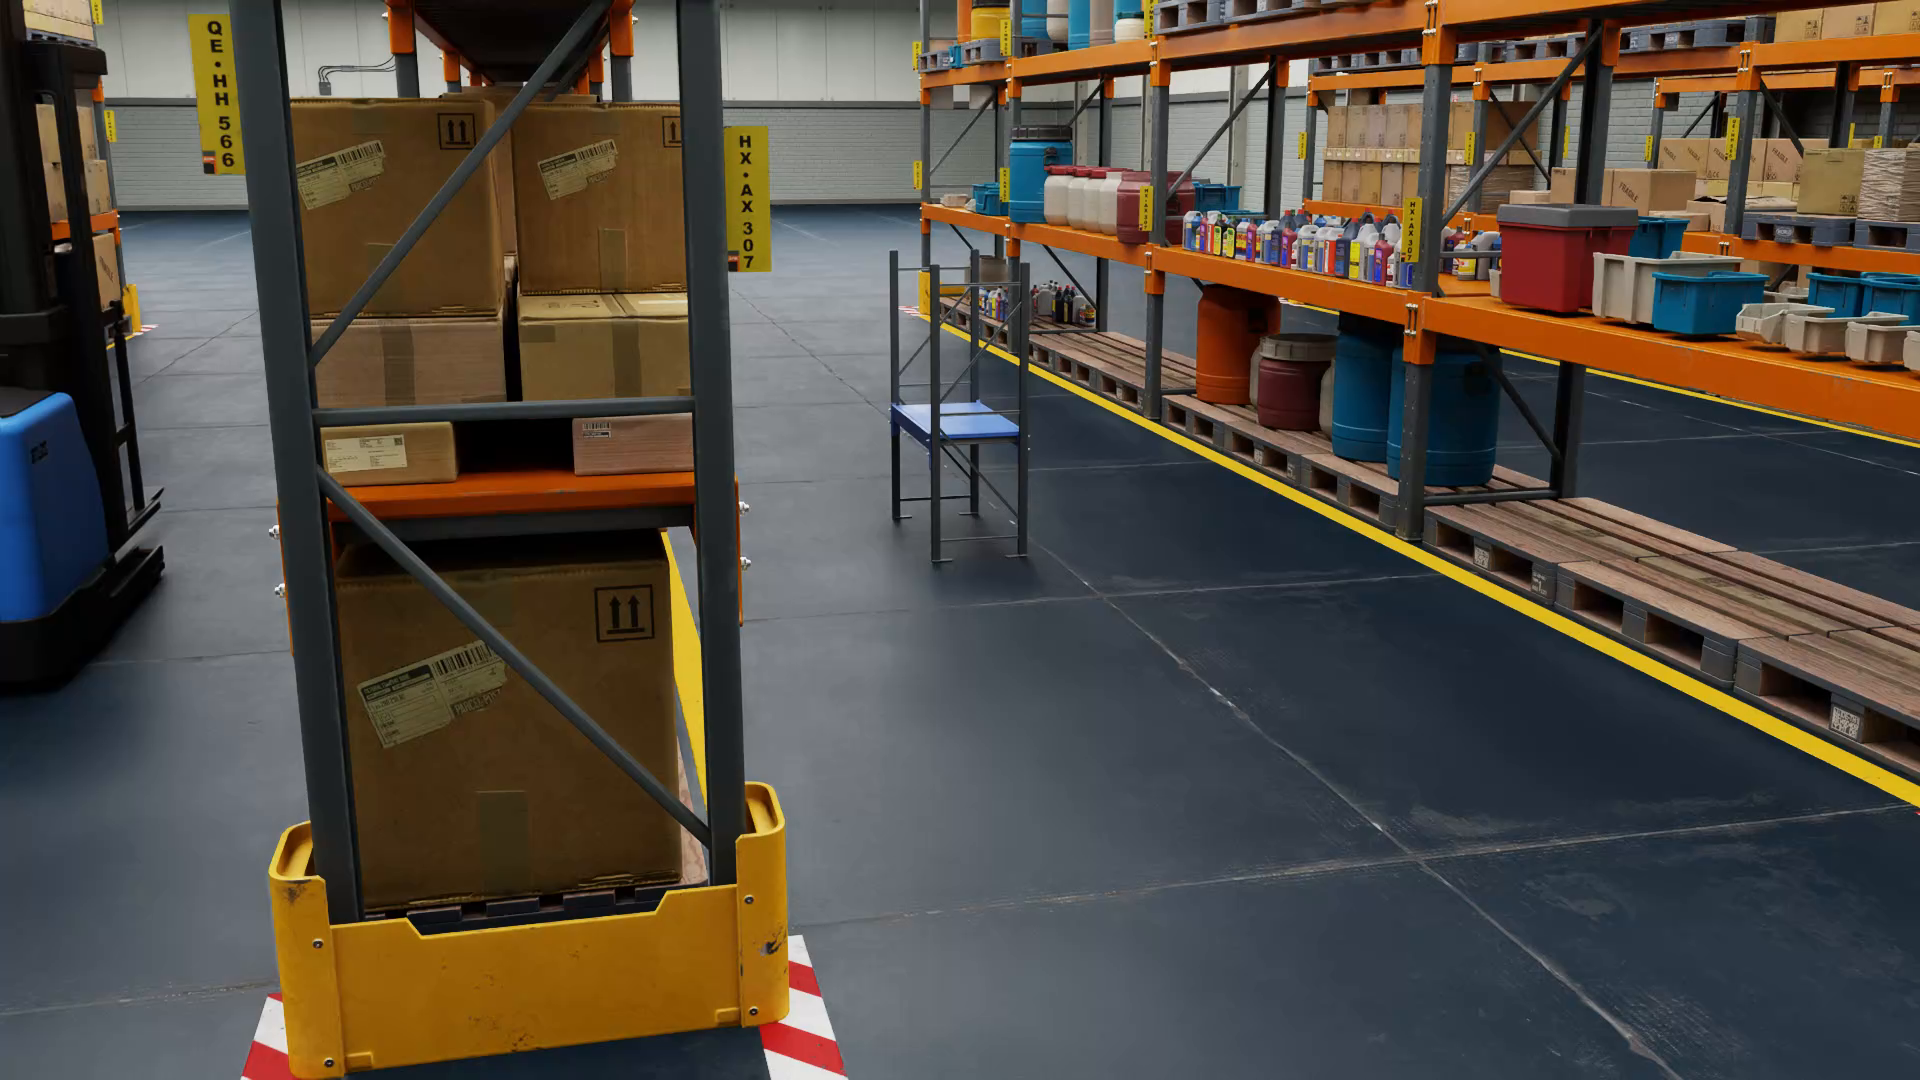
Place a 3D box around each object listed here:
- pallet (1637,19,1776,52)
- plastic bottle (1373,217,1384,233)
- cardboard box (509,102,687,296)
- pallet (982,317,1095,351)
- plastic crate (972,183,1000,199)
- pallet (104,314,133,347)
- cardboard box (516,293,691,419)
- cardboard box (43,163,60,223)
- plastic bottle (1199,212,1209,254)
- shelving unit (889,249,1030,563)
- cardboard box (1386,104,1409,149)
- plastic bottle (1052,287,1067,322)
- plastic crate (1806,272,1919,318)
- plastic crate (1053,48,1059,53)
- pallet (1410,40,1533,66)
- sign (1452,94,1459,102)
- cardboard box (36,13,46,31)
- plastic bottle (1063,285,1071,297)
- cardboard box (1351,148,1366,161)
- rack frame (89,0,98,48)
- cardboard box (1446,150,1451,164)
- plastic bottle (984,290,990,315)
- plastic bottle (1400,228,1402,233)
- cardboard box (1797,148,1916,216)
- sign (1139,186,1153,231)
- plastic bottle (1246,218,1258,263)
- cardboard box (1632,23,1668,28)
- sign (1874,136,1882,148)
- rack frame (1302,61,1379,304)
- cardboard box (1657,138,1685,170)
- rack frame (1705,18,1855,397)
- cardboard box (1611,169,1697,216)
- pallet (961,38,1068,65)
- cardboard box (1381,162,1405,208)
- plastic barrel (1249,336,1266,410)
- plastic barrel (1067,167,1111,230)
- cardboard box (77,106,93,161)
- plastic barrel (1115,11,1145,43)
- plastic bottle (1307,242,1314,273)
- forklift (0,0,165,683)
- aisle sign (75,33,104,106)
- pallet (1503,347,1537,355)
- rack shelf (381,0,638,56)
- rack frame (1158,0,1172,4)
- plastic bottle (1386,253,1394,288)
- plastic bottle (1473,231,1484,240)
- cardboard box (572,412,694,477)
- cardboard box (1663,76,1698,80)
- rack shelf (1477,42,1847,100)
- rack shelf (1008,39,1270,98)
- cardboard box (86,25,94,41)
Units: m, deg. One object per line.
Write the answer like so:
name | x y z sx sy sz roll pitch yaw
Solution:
pallet | 6.480 -4.201 13.878 1.213 0.211 1.003 -3 14 -11
plastic bottle | 2.413 -1.706 9.694 0.144 0.351 0.185 -3 14 -13
cardboard box | -0.992 -0.964 4.661 0.500 0.500 0.500 -4 14 -15
pallet | 0.854 -2.134 17.216 1.003 0.211 1.213 -3 14 -13
plastic crate | 0.441 -4.083 19.632 0.499 0.251 0.616 -3 14 -13
pallet | -9.363 -2.190 17.446 1.003 0.211 1.213 -3 14 -13
cardboard box | -0.875 -0.484 4.278 0.500 0.250 0.500 -4 14 -15
cardboard box | -8.950 -3.216 15.454 0.875 0.550 0.550 -3 14 -13
plastic bottle | 1.731 -2.155 11.675 0.061 0.283 0.133 -3 14 -13
shelving unit | -0.020 -0.748 8.830 0.538 1.500 1.048 -3 14 -13
cardboard box | 5.323 -4.734 19.041 0.700 0.500 0.500 -3 14 -13
plastic bottle | 1.045 -2.459 17.327 0.144 0.351 0.185 -3 14 -13
plastic crate | 3.672 -0.959 6.758 0.416 0.233 0.300 -3 14 -13
plastic crate | 0.866 -5.064 17.462 0.336 0.188 0.450 -3 14 -13
pallet | 5.562 -5.216 17.822 1.003 0.211 1.213 -3 14 -13
sign | 8.810 -7.783 29.578 0.001 0.298 0.199 -3 14 -13
cardboard box | -8.800 -4.843 15.545 0.380 0.149 0.250 -3 14 -12
plastic bottle | 1.141 -2.511 17.539 0.144 0.351 0.185 -4 14 -16
cardboard box | 4.910 -4.614 19.913 0.380 0.149 0.250 -4 14 -14
rack frame | -9.627 -6.639 17.140 1.000 3.000 0.127 -3 14 -13
cardboard box | 5.395 -4.138 17.968 0.380 0.149 0.250 -4 14 -15
plastic bottle | 0.307 -2.558 17.897 0.097 0.271 0.097 0 14 0
plastic bottle | 2.817 -1.869 10.528 0.097 0.271 0.097 0 14 0
cardboard box | 6.984 -2.797 12.960 0.700 0.500 0.500 -9 16 -32
sign | 1.378 -2.455 12.313 0.100 0.325 0.005 -3 14 -13
plastic bottle | 1.925 -1.965 10.894 0.061 0.283 0.133 -3 14 -13
cardboard box | 6.301 -4.626 14.652 0.500 0.250 0.500 -4 14 -14
sign | 10.076 -4.272 18.268 0.100 0.325 0.005 -3 14 -13
rack frame | 4.848 -4.529 21.145 1.000 3.000 0.127 -3 14 -13
cardboard box | 9.482 -4.980 21.686 0.500 0.500 0.500 -3 14 -13
rack frame | 6.727 -2.684 13.591 1.000 3.000 0.127 -3 14 -13
cardboard box | 6.317 -3.118 15.160 0.500 0.500 0.500 -4 14 -16
pallet | 0.707 -4.857 16.567 1.213 0.211 1.003 -3 14 -13
cardboard box | 5.311 -4.112 19.228 0.700 0.500 0.500 -3 14 -11
plastic barrel | 2.262 -1.167 11.739 0.421 0.512 0.421 0 14 0
plastic barrel | 1.155 -2.995 14.579 0.433 0.535 0.433 0 14 0
cardboard box | -9.359 -4.113 16.849 0.875 0.550 0.550 -3 14 -13
plastic barrel | 1.385 -4.079 13.272 0.301 0.262 0.301 0 14 0
plastic bottle | 2.154 -1.719 10.061 0.097 0.201 0.097 0 14 0
forklift | -4.373 -1.136 7.399 1.130 2.935 3.031 -3 14 -14
aisle sign | -9.352 -5.021 17.679 0.394 0.787 0.004 -3 14 -13
pallet | 5.998 -2.084 17.012 1.003 0.211 1.213 -3 14 -13
rack shelf | -1.494 -1.856 5.398 1.077 0.370 4.000 -3 14 -13
rack frame | 1.911 -5.323 11.752 1.000 3.000 0.127 -3 14 -13
plastic bottle | 2.390 -1.487 9.113 0.097 0.201 0.097 0 14 0
plastic bottle | 3.026 -1.664 9.688 0.097 0.271 0.097 0 14 0
cardboard box | -0.787 -0.265 4.221 0.380 0.149 0.250 -3 14 -13
cardboard box | 9.498 -6.230 21.536 0.500 0.500 0.500 -3 14 -12
rack shelf | 6.257 -4.253 15.209 1.077 0.370 4.000 -3 14 -13
rack shelf | 1.441 -3.977 14.082 1.077 0.370 4.000 -3 14 -13
cardboard box | -9.220 -5.255 17.228 0.380 0.149 0.250 -3 14 -13
